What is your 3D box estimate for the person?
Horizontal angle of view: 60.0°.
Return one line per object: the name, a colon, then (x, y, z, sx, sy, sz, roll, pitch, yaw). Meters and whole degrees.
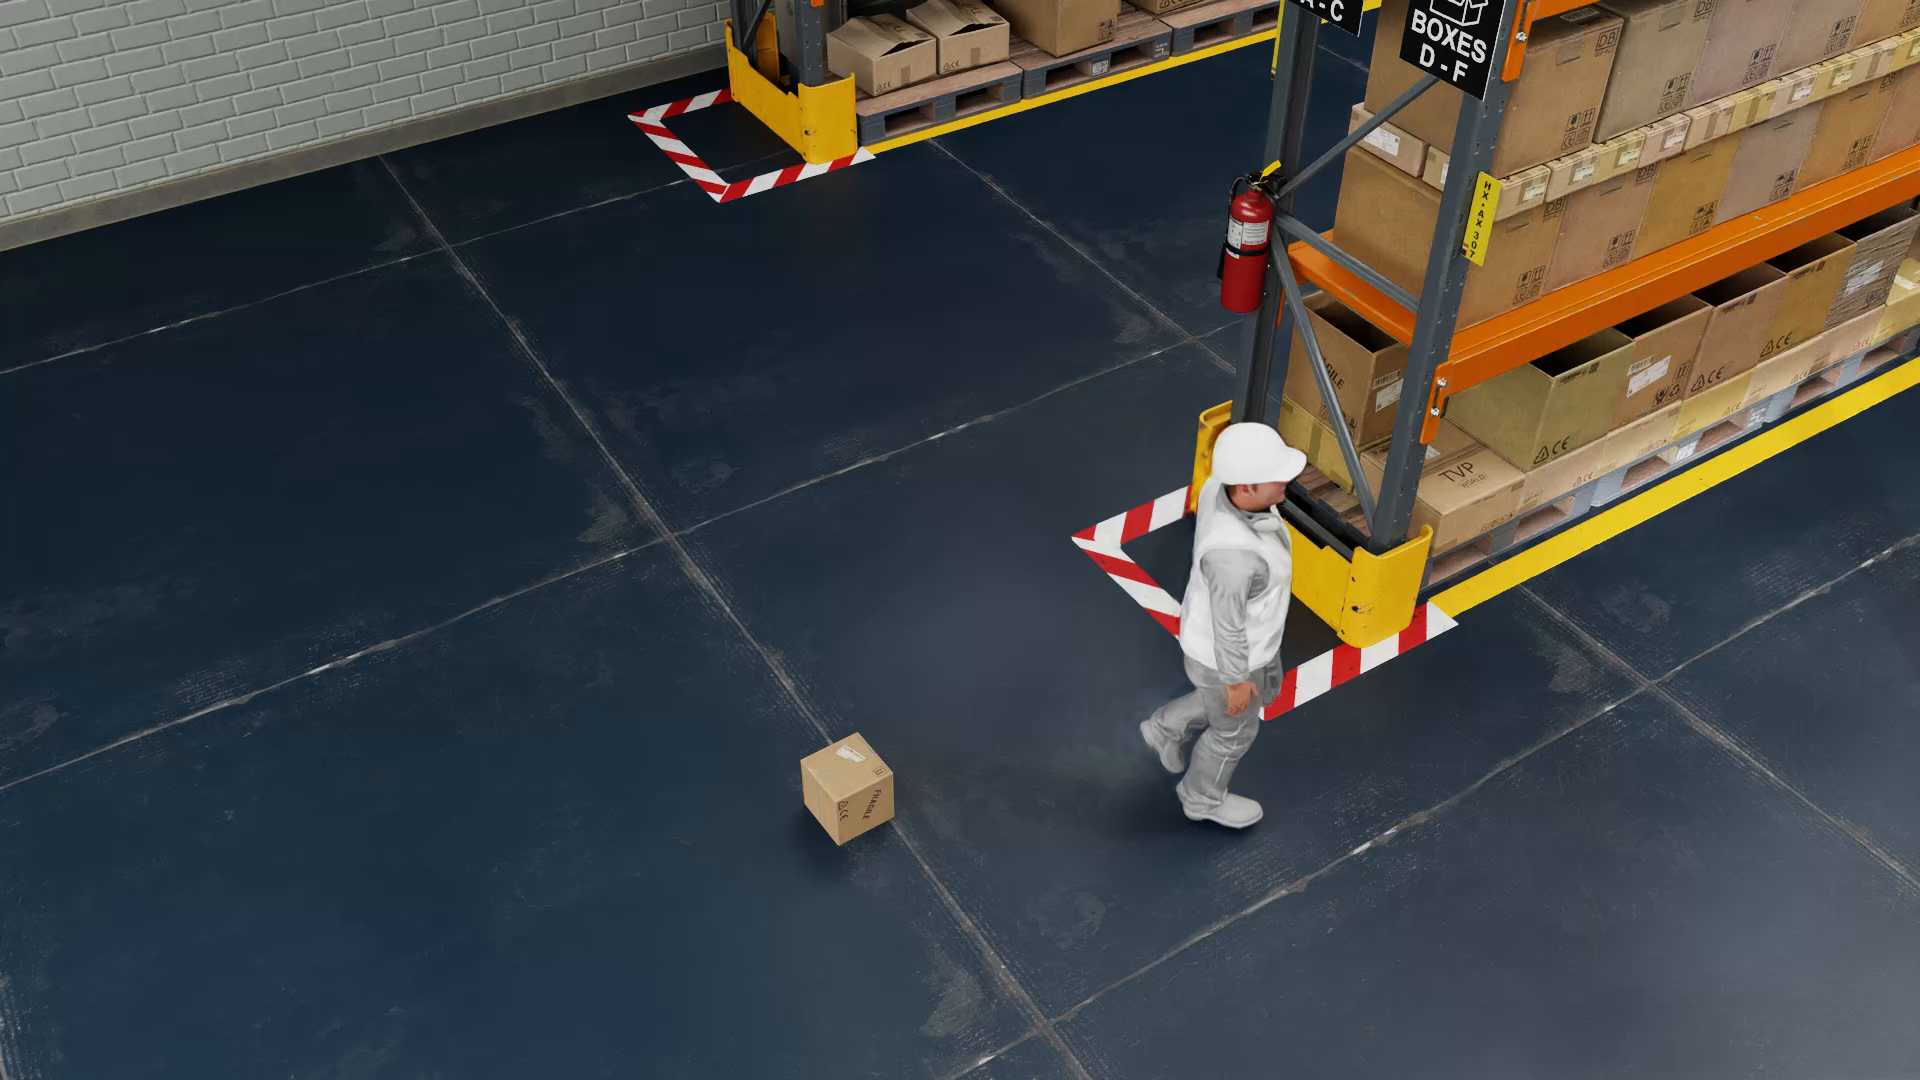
person: (0.905, 0.315, 5.730, 0.498, 1.766, 0.561, 6, 41, 7)
